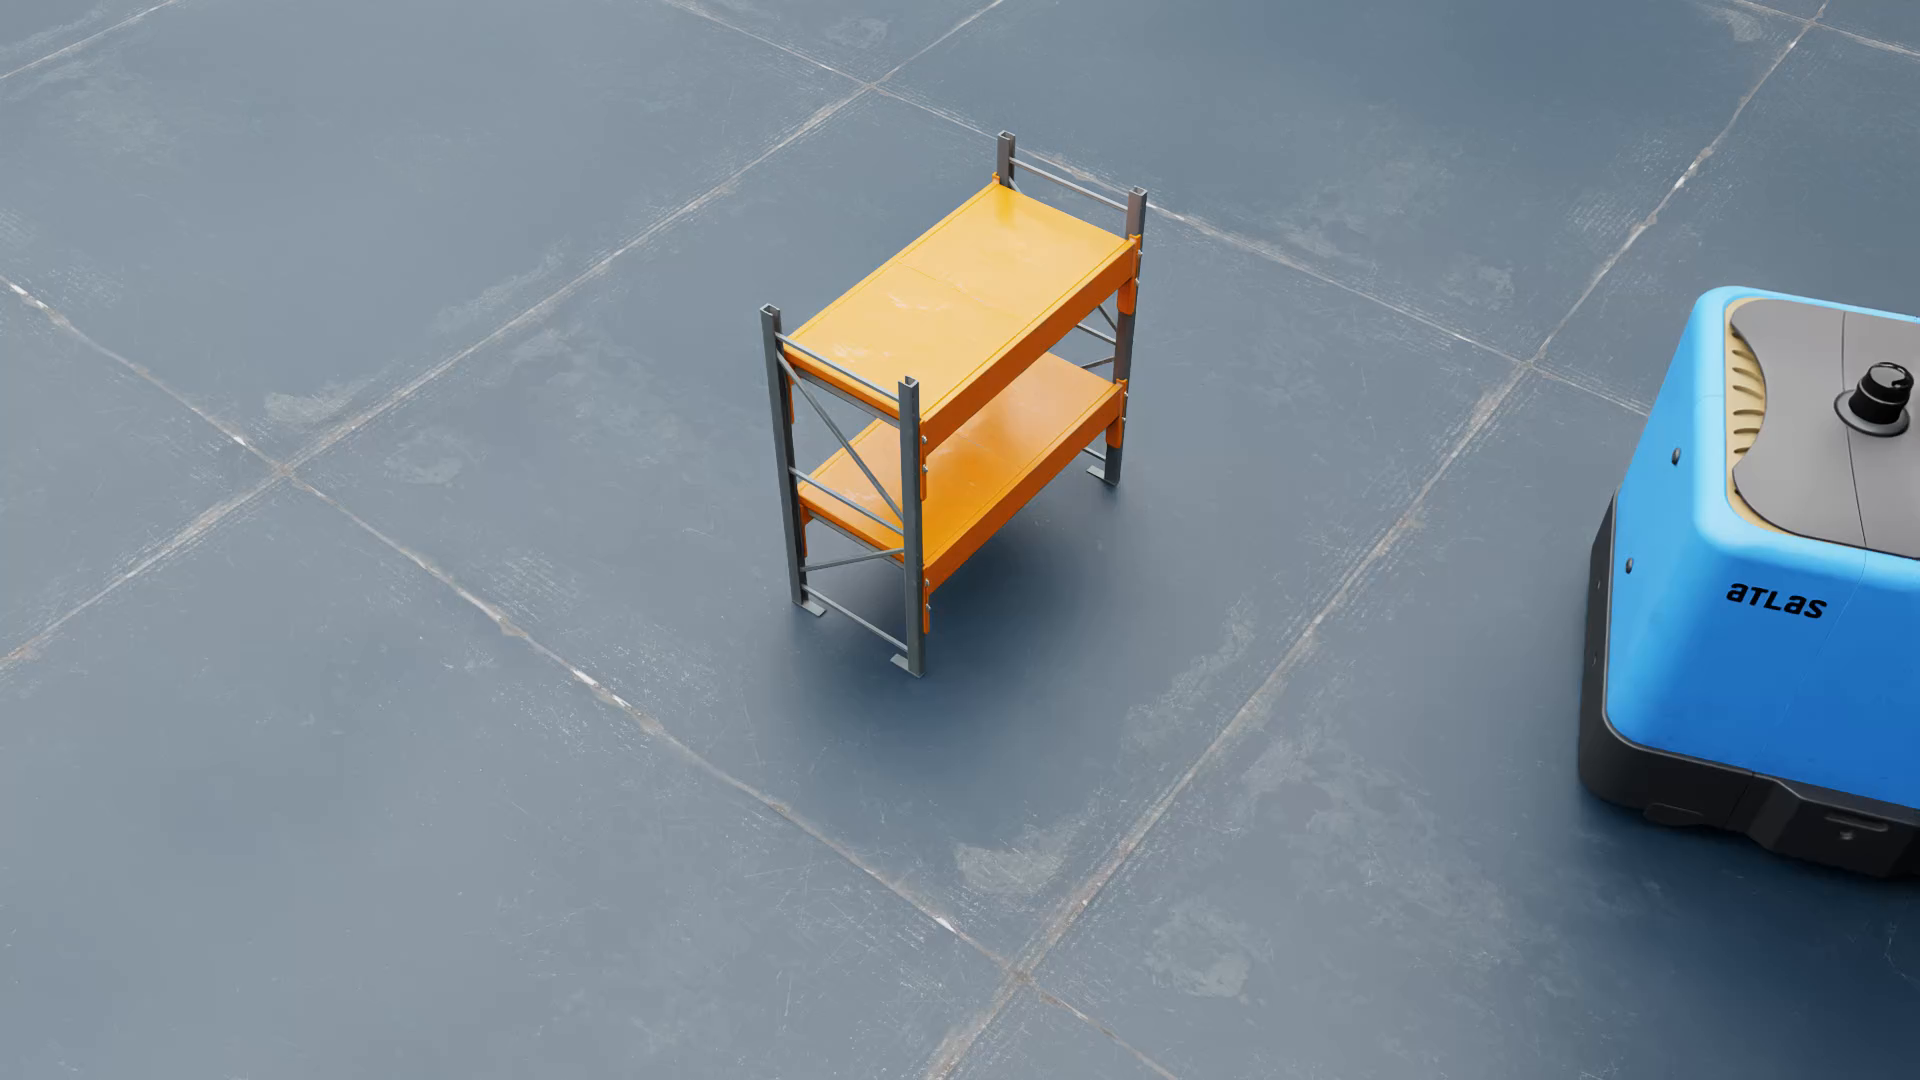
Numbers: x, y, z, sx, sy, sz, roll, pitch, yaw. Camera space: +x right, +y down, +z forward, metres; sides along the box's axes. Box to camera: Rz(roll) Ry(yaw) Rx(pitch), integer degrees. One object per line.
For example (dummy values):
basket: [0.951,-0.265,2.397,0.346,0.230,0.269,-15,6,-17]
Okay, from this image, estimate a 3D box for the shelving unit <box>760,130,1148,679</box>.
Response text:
shelving unit: [0.004,-0.392,4.847,0.538,1.125,1.048,29,53,25]

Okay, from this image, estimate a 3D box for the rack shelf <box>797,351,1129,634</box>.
rack shelf: [0.004,-0.224,5.024,0.538,0.278,1.000,29,53,25]

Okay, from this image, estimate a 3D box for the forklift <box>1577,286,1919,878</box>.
forklift: [3.266,-0.315,3.524,3.031,2.935,1.130,13,48,12]

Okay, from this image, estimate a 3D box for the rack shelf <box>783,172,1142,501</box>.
rack shelf: [0.004,-0.595,4.635,0.538,0.278,1.000,29,53,25]

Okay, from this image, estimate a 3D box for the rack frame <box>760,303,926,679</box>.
rack frame: [-0.307,-0.102,4.569,0.500,1.125,0.032,29,53,25]

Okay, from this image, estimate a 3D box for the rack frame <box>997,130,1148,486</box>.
rack frame: [0.315,-0.683,5.125,0.500,1.125,0.032,29,53,25]
